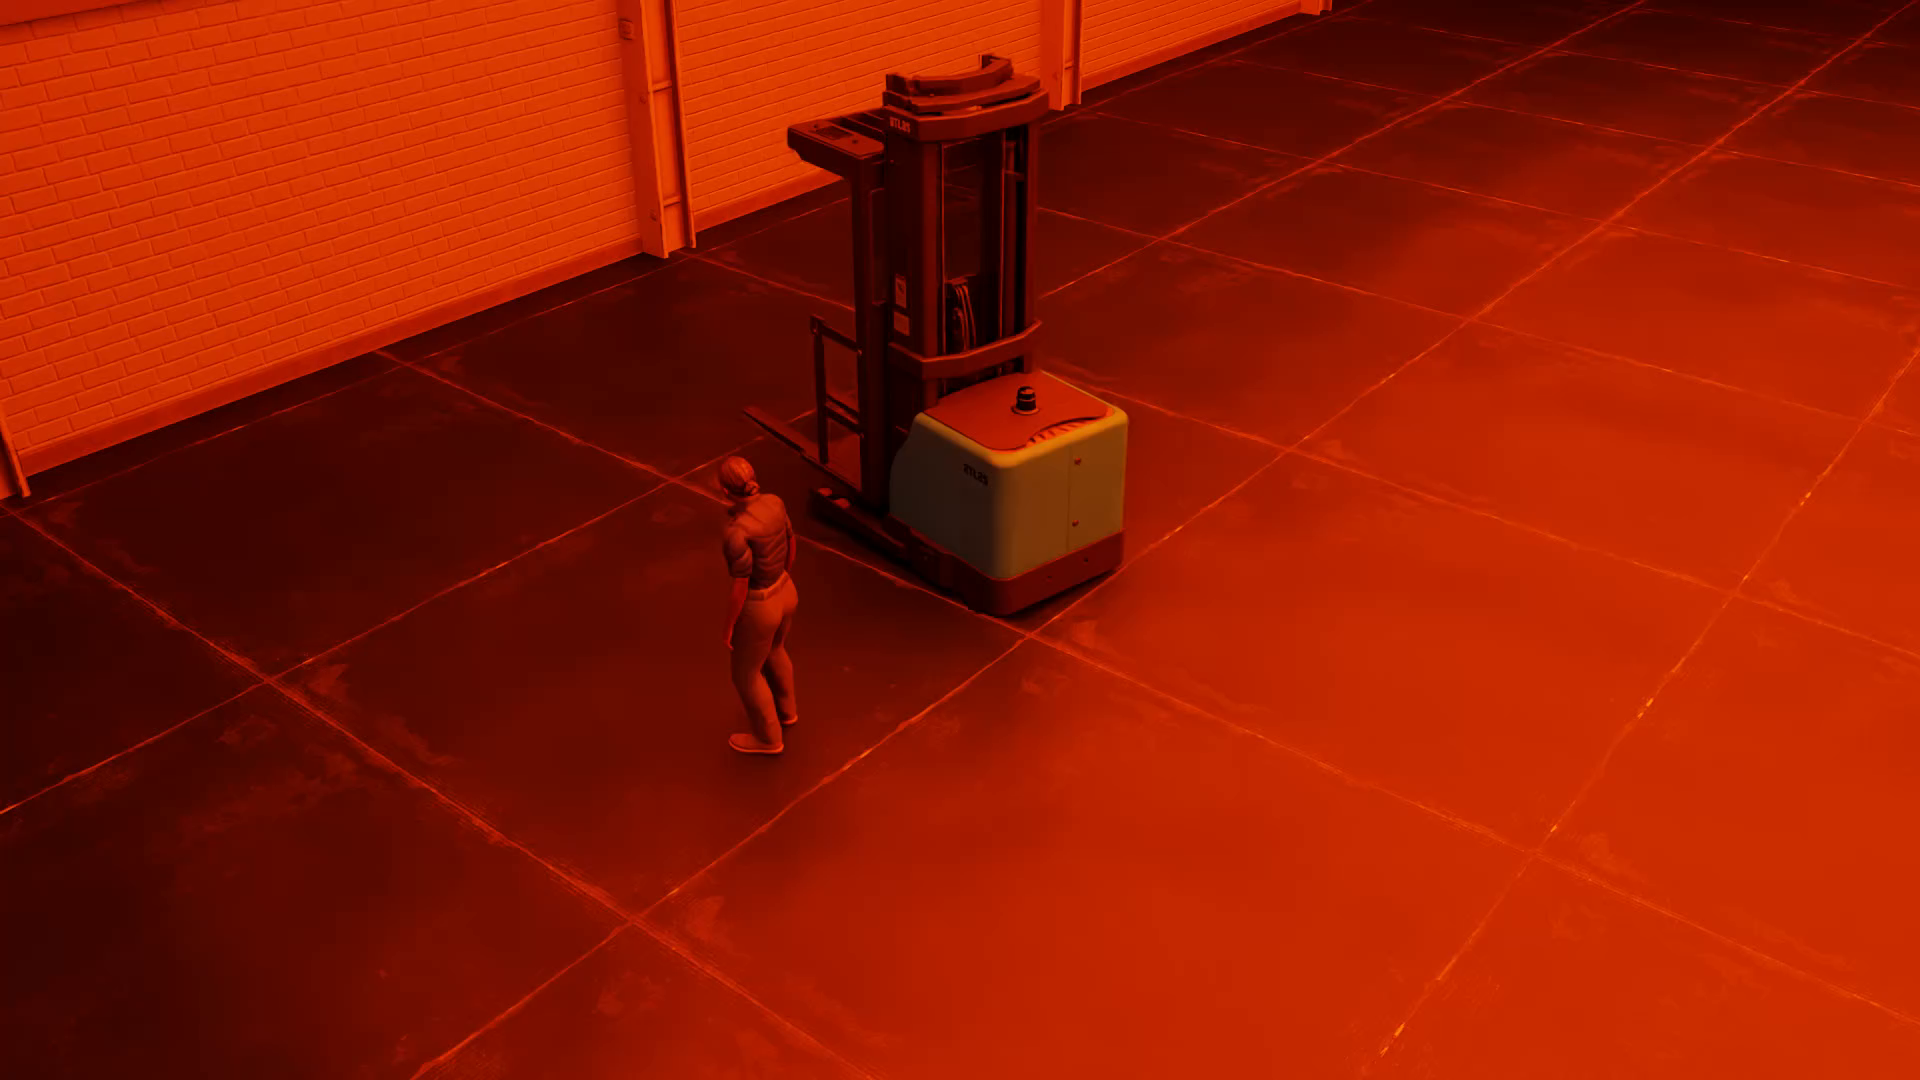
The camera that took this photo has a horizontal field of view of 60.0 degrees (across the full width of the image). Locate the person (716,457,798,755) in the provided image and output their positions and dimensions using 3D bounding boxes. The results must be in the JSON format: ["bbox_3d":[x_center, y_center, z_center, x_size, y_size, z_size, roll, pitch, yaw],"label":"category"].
[{"bbox_3d":[-1.028,0.315,8.327,0.382,1.651,0.563,13,33,21],"label":"person"}]

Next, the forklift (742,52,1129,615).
[{"bbox_3d":[-0.317,-1.506,10.172,1.130,2.935,3.031,-22,37,-33],"label":"forklift"}]
